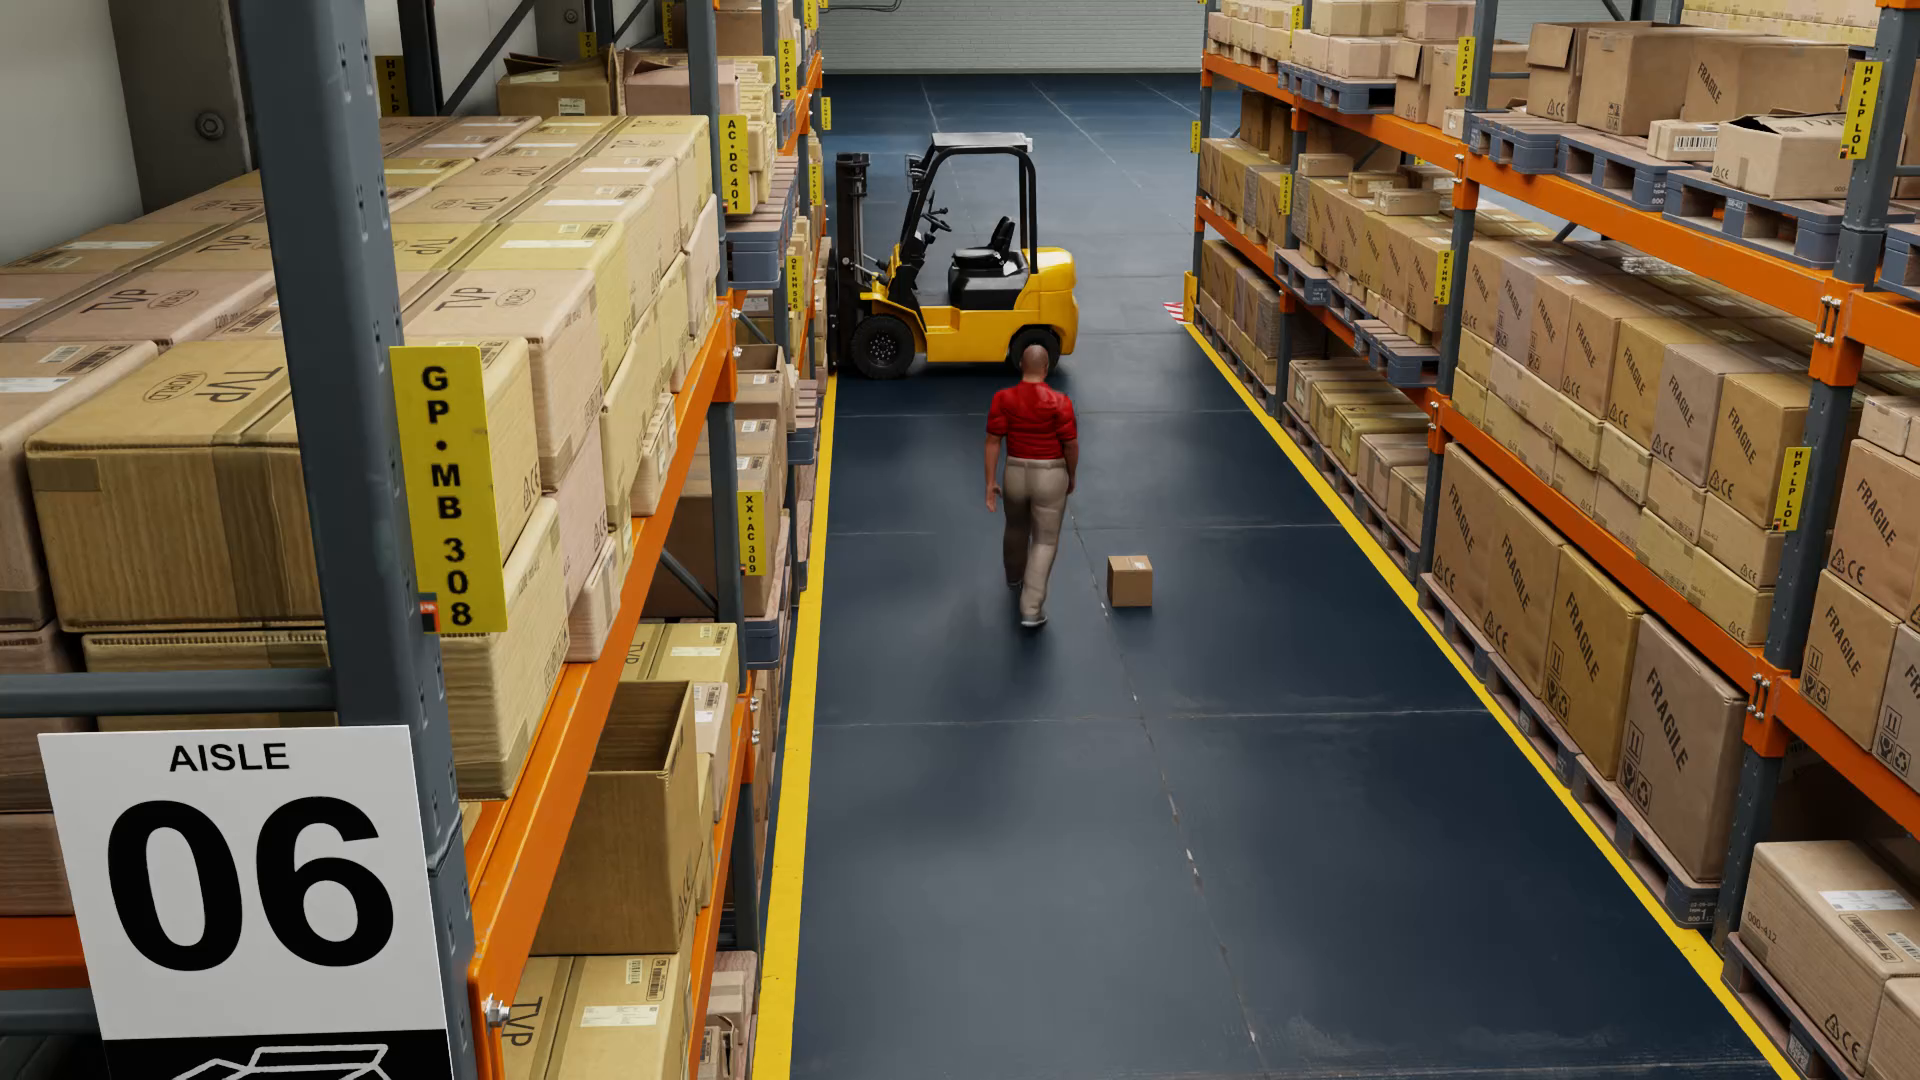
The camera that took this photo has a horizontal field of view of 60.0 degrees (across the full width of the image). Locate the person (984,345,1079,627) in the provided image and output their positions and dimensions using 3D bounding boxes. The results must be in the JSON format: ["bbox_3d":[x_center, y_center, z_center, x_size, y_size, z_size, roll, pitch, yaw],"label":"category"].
[{"bbox_3d":[0.459,-0.347,10.177,0.590,1.577,0.967,10,23,26],"label":"person"}]
